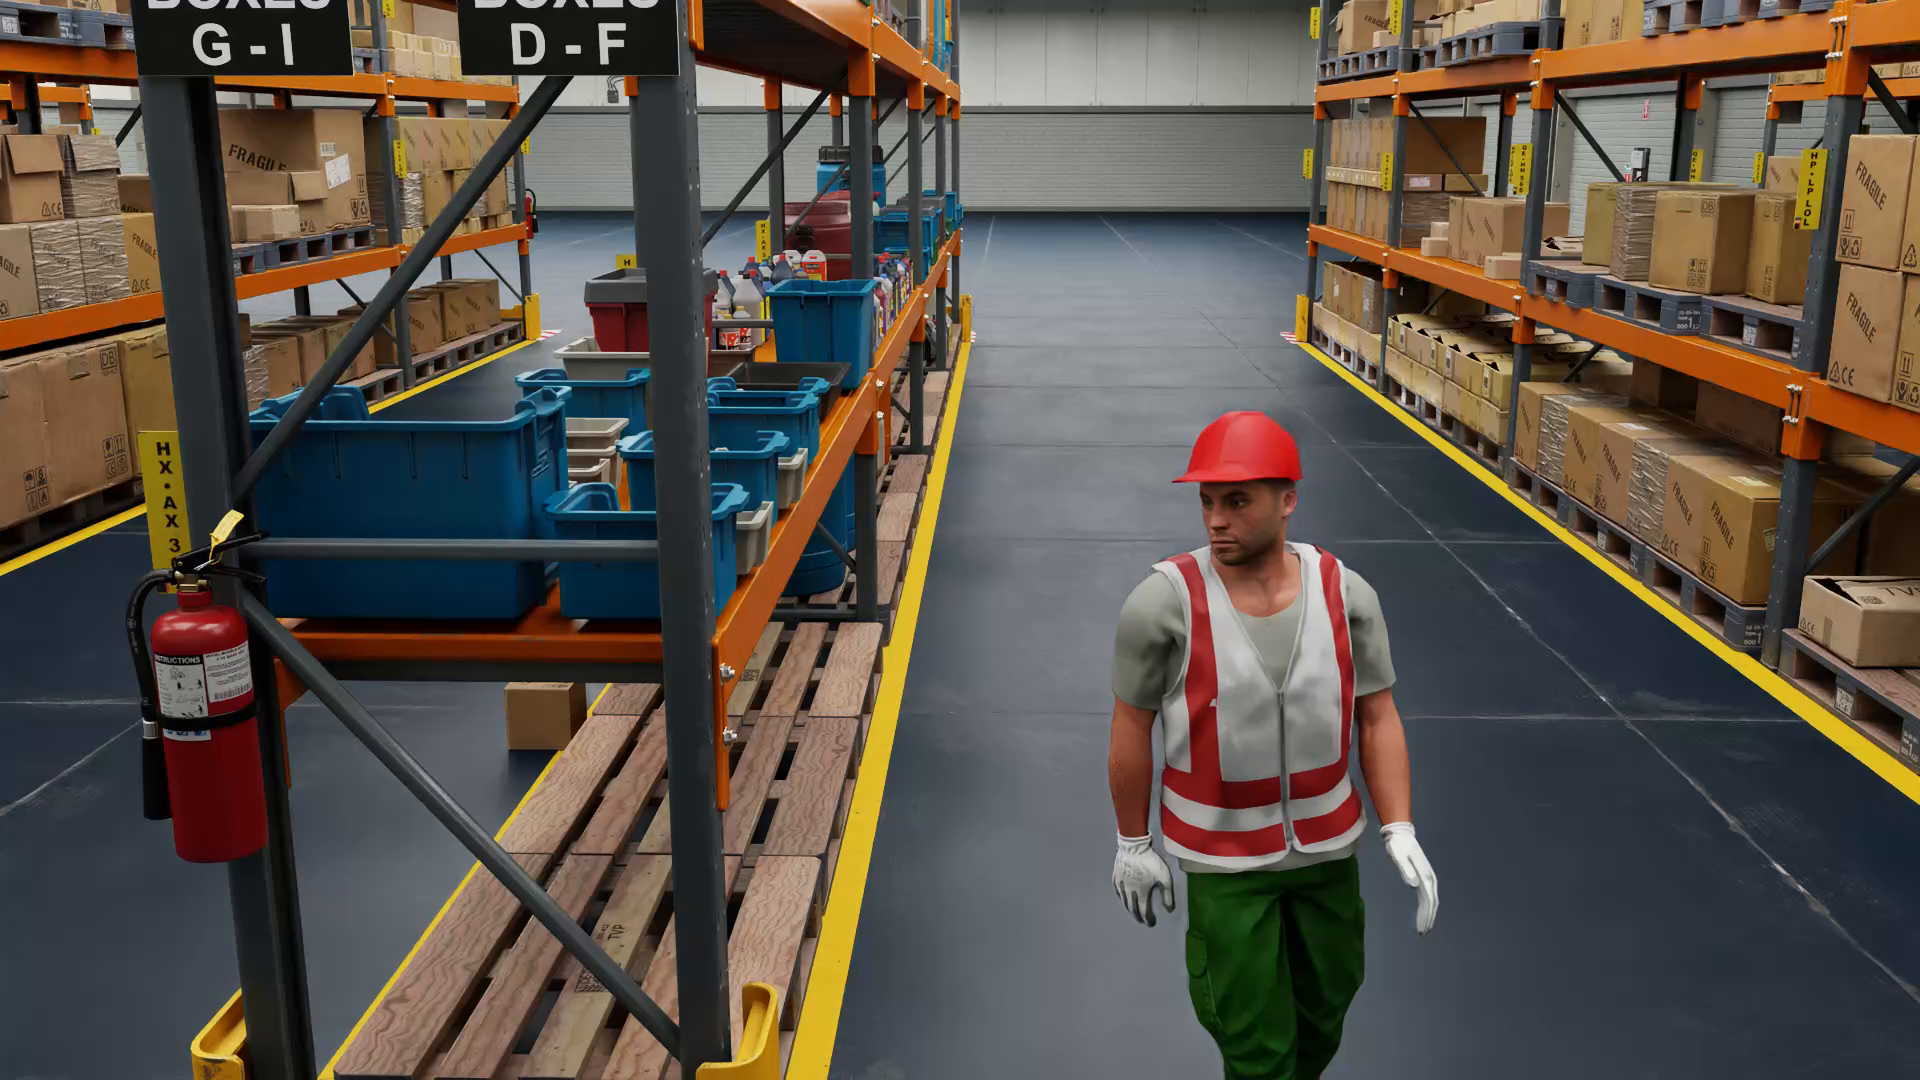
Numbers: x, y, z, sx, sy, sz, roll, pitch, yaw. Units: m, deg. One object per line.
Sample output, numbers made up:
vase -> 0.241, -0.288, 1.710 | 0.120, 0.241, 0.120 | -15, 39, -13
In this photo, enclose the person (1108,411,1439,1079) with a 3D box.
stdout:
person -> 0.611, 0.660, 3.216 | 0.553, 1.799, 0.602 | -3, 14, -14
